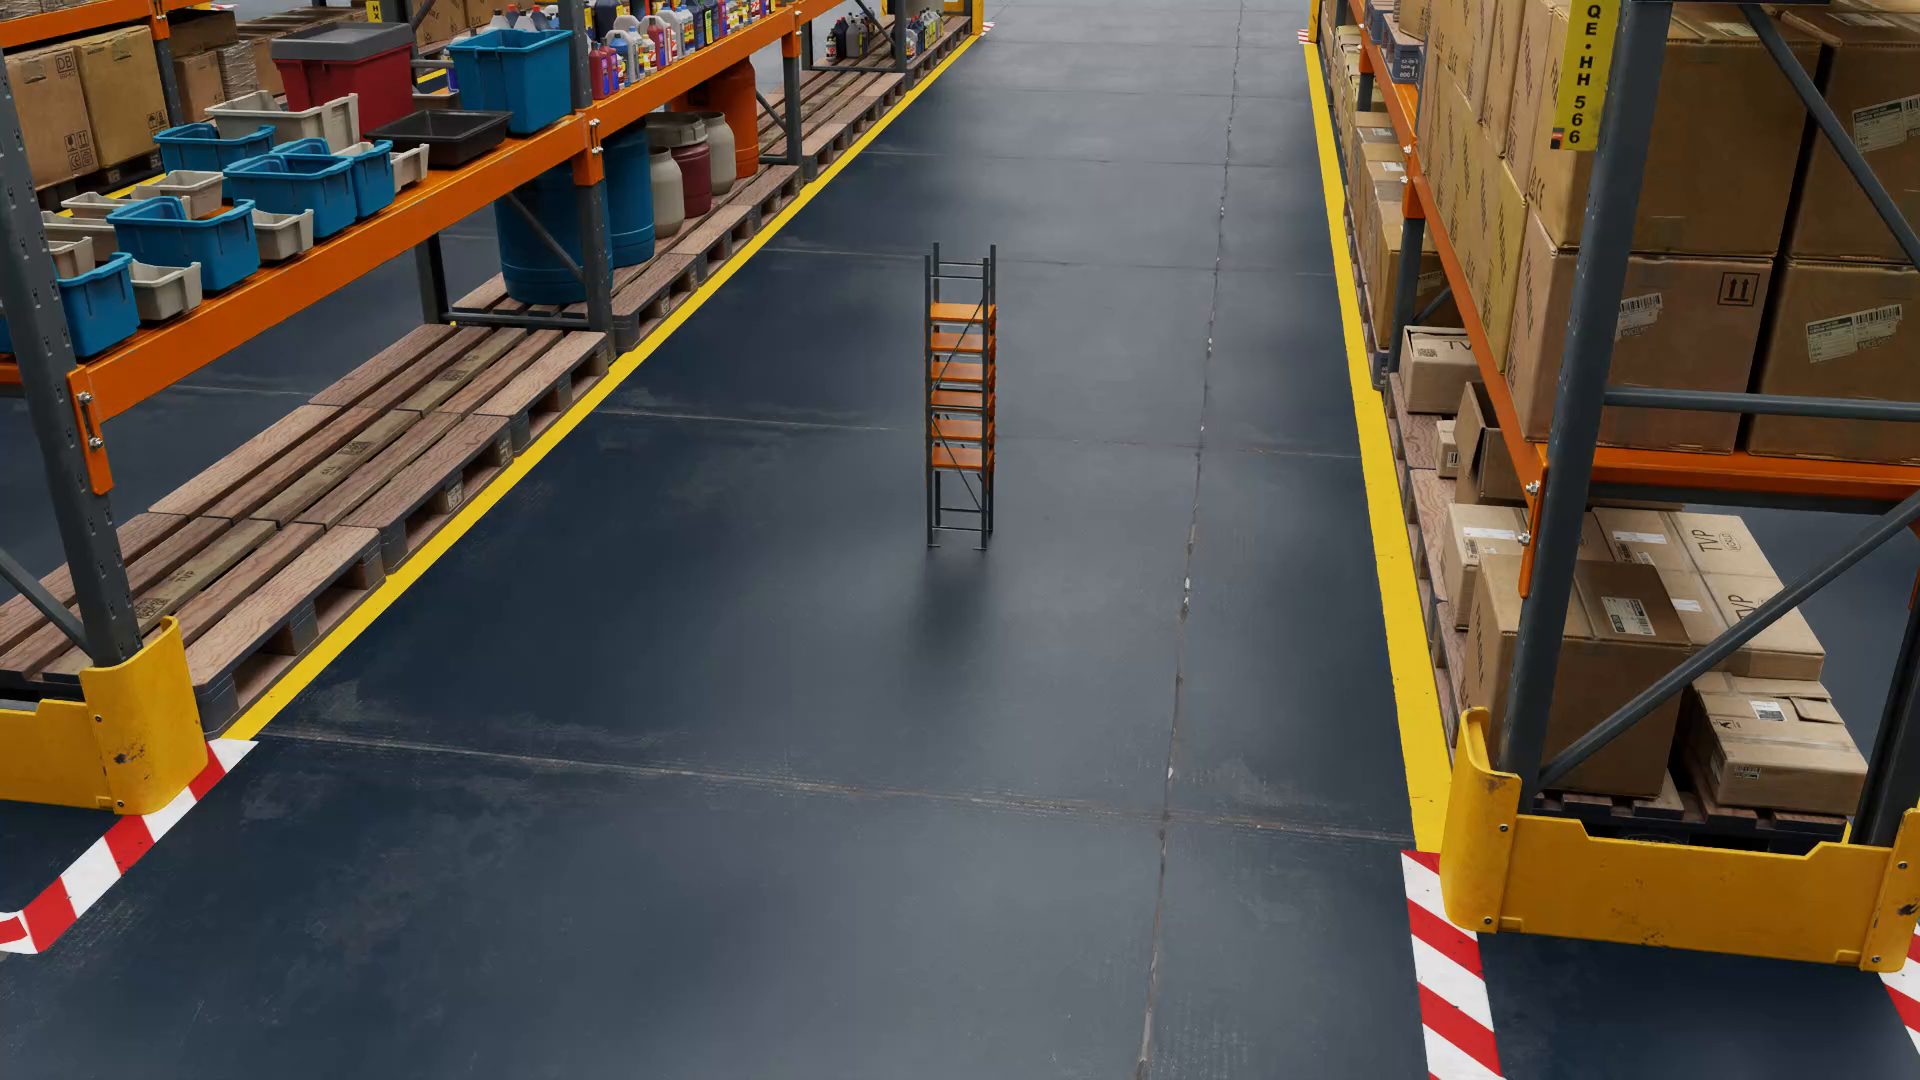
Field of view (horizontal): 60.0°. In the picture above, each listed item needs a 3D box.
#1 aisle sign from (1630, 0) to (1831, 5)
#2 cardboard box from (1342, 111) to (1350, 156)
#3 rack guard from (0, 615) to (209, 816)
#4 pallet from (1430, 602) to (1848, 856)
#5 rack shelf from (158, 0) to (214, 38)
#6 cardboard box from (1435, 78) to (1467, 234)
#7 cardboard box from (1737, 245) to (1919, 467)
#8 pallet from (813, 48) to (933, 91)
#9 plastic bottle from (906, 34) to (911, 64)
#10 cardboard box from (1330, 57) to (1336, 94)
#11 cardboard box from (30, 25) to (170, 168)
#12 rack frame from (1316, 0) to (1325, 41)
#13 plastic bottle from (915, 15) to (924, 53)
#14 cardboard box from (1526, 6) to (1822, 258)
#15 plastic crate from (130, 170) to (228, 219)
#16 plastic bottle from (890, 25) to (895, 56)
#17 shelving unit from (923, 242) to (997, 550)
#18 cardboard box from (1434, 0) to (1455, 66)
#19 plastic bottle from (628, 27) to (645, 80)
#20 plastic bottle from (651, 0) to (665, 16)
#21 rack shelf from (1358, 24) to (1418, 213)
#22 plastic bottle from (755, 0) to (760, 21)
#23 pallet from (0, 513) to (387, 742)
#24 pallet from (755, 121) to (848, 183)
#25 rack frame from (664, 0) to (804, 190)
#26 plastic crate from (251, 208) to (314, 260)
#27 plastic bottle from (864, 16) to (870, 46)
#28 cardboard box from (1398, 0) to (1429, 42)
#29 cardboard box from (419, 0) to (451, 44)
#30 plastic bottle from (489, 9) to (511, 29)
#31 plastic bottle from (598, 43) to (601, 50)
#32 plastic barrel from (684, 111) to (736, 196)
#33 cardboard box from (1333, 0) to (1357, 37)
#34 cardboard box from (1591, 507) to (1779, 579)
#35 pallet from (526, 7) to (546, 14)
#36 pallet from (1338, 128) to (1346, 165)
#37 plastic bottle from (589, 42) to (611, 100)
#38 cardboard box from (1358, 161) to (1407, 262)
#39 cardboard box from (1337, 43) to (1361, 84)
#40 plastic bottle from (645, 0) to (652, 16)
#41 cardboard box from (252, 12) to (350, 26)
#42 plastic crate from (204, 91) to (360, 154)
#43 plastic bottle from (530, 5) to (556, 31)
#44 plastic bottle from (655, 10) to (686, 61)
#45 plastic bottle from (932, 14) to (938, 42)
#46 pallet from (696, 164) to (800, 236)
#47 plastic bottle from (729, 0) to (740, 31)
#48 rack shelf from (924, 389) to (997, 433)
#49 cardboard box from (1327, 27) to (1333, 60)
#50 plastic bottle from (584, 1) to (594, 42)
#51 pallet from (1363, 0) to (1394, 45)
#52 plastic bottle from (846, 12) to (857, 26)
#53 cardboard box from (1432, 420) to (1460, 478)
[{"bbox_3d":[1.602,-1.476,3.298,0.394,0.787,0.004,4,25,9],"label":"aisle sign"},{"bbox_3d":[3.149,-3.049,12.474,0.500,0.250,0.500,4,25,8],"label":"cardboard box"},{"bbox_3d":[-2.962,0.493,5.108,1.175,0.500,0.348,4,25,9],"label":"rack guard"},{"bbox_3d":[2.057,0.592,5.236,1.003,0.211,1.213,4,25,9],"label":"pallet"},{"bbox_3d":[-6.223,-4.850,14.422,1.077,0.370,4.000,4,25,9],"label":"rack shelf"},{"bbox_3d":[2.052,-1.406,6.098,0.500,0.500,0.500,4,25,8],"label":"cardboard box"},{"bbox_3d":[2.248,-0.518,4.201,0.500,0.500,0.500,5,25,10],"label":"cardboard box"},{"bbox_3d":[-0.859,-4.684,16.508,1.003,0.211,1.213,4,25,9],"label":"pallet"},{"bbox_3d":[-0.525,-4.736,16.028,0.097,0.271,0.097,0,25,0],"label":"plastic bottle"},{"bbox_3d":[3.566,-4.118,14.757,0.500,0.250,0.500,3,25,7],"label":"cardboard box"},{"bbox_3d":[-6.683,-3.280,12.230,1.225,0.875,0.875,3,25,6],"label":"cardboard box"},{"bbox_3d":[4.530,-6.997,18.161,1.000,3.000,0.127,4,25,9],"label":"rack frame"},{"bbox_3d":[-0.438,-5.056,16.620,0.144,0.351,0.185,3,25,6],"label":"plastic bottle"},{"bbox_3d":[1.717,-1.009,4.070,0.500,0.500,0.500,4,25,8],"label":"cardboard box"},{"bbox_3d":[-2.903,-1.275,6.176,0.298,0.136,0.250,4,25,9],"label":"plastic crate"},{"bbox_3d":[-0.611,-4.987,16.473,0.144,0.351,0.185,4,25,9],"label":"plastic bottle"},{"bbox_3d":[0.002,-0.549,6.509,0.258,1.200,0.189,4,25,9],"label":"shelving unit"},{"bbox_3d":[2.131,-2.083,6.365,0.500,0.500,0.500,3,25,7],"label":"cardboard box"},{"bbox_3d":[-1.760,-2.632,8.986,0.097,0.271,0.097,0,25,0],"label":"plastic bottle"},{"bbox_3d":[-2.003,-3.553,11.037,0.097,0.201,0.097,0,25,0],"label":"plastic bottle"},{"bbox_3d":[2.896,-2.489,9.378,1.077,0.370,4.000,4,25,9],"label":"rack shelf"},{"bbox_3d":[-1.383,-3.564,11.060,0.097,0.201,0.097,0,25,0],"label":"plastic bottle"},{"bbox_3d":[-2.798,0.270,5.923,1.003,0.211,1.213,4,25,9],"label":"pallet"},{"bbox_3d":[-1.499,-3.055,13.027,1.003,0.211,1.213,4,25,9],"label":"pallet"},{"bbox_3d":[-1.663,-3.996,11.749,1.000,3.000,0.127,4,25,9],"label":"rack frame"},{"bbox_3d":[-2.361,-1.051,5.697,0.250,0.136,0.298,4,25,9],"label":"plastic crate"},{"bbox_3d":[-0.969,-5.203,17.013,0.061,0.283,0.133,4,25,9],"label":"plastic bottle"},{"bbox_3d":[2.797,-2.957,8.916,0.700,0.500,0.500,-2,25,-5],"label":"cardboard box"},{"bbox_3d":[-5.705,-5.475,17.362,0.500,0.500,0.500,13,28,25],"label":"cardboard box"},{"bbox_3d":[-2.490,-2.708,9.055,0.144,0.351,0.185,4,25,9],"label":"plastic bottle"},{"bbox_3d":[-1.932,-2.554,8.903,0.097,0.201,0.097,0,25,0],"label":"plastic bottle"},{"bbox_3d":[-1.731,-2.611,11.230,0.421,0.512,0.421,0,25,0],"label":"plastic barrel"},{"bbox_3d":[3.830,-5.026,15.813,0.500,0.500,0.500,4,25,9],"label":"cardboard box"},{"bbox_3d":[2.447,0.115,5.691,0.500,0.250,0.500,4,25,9],"label":"cardboard box"},{"bbox_3d":[-5.422,-6.053,19.433,1.003,0.211,1.213,4,25,9],"label":"pallet"},{"bbox_3d":[3.597,-3.239,13.420,1.003,0.211,1.213,4,25,9],"label":"pallet"},{"bbox_3d":[-1.836,-2.394,8.464,0.061,0.283,0.133,4,25,9],"label":"plastic bottle"},{"bbox_3d":[2.619,-1.901,9.702,0.500,0.500,0.500,3,25,7],"label":"cardboard box"},{"bbox_3d":[3.393,-3.942,13.720,0.500,0.311,0.500,3,25,7],"label":"cardboard box"},{"bbox_3d":[-2.129,-3.588,11.023,0.152,0.276,0.135,4,25,9],"label":"plastic bottle"},{"bbox_3d":[-6.114,-4.626,15.524,0.700,0.500,0.500,4,25,8],"label":"cardboard box"},{"bbox_3d":[-2.748,-1.671,6.850,0.437,0.282,0.530,4,25,9],"label":"plastic crate"},{"bbox_3d":[-2.317,-2.775,9.199,0.144,0.351,0.185,4,25,9],"label":"plastic bottle"},{"bbox_3d":[-1.676,-2.918,9.593,0.152,0.276,0.135,4,25,9],"label":"plastic bottle"},{"bbox_3d":[-0.315,-5.348,17.330,0.152,0.276,0.135,3,25,7],"label":"plastic bottle"},{"bbox_3d":[-1.751,-2.401,11.630,1.003,0.211,1.213,4,25,9],"label":"pallet"},{"bbox_3d":[-1.463,-3.360,10.625,0.097,0.201,0.097,0,25,0],"label":"plastic bottle"},{"bbox_3d":[0.002,-0.509,6.527,0.258,0.103,0.180,4,25,9],"label":"rack shelf"},{"bbox_3d":[3.895,-4.897,16.421,0.500,0.250,0.500,4,25,9],"label":"cardboard box"},{"bbox_3d":[-2.310,-3.169,10.039,0.144,0.351,0.185,4,25,9],"label":"plastic bottle"},{"bbox_3d":[3.181,-3.276,10.437,1.213,0.211,1.003,4,25,9],"label":"pallet"},{"bbox_3d":[-1.105,-5.173,16.870,0.144,0.351,0.185,4,25,8],"label":"plastic bottle"},{"bbox_3d":[2.155,-0.371,6.828,0.380,0.166,0.250,4,25,9],"label":"cardboard box"}]
